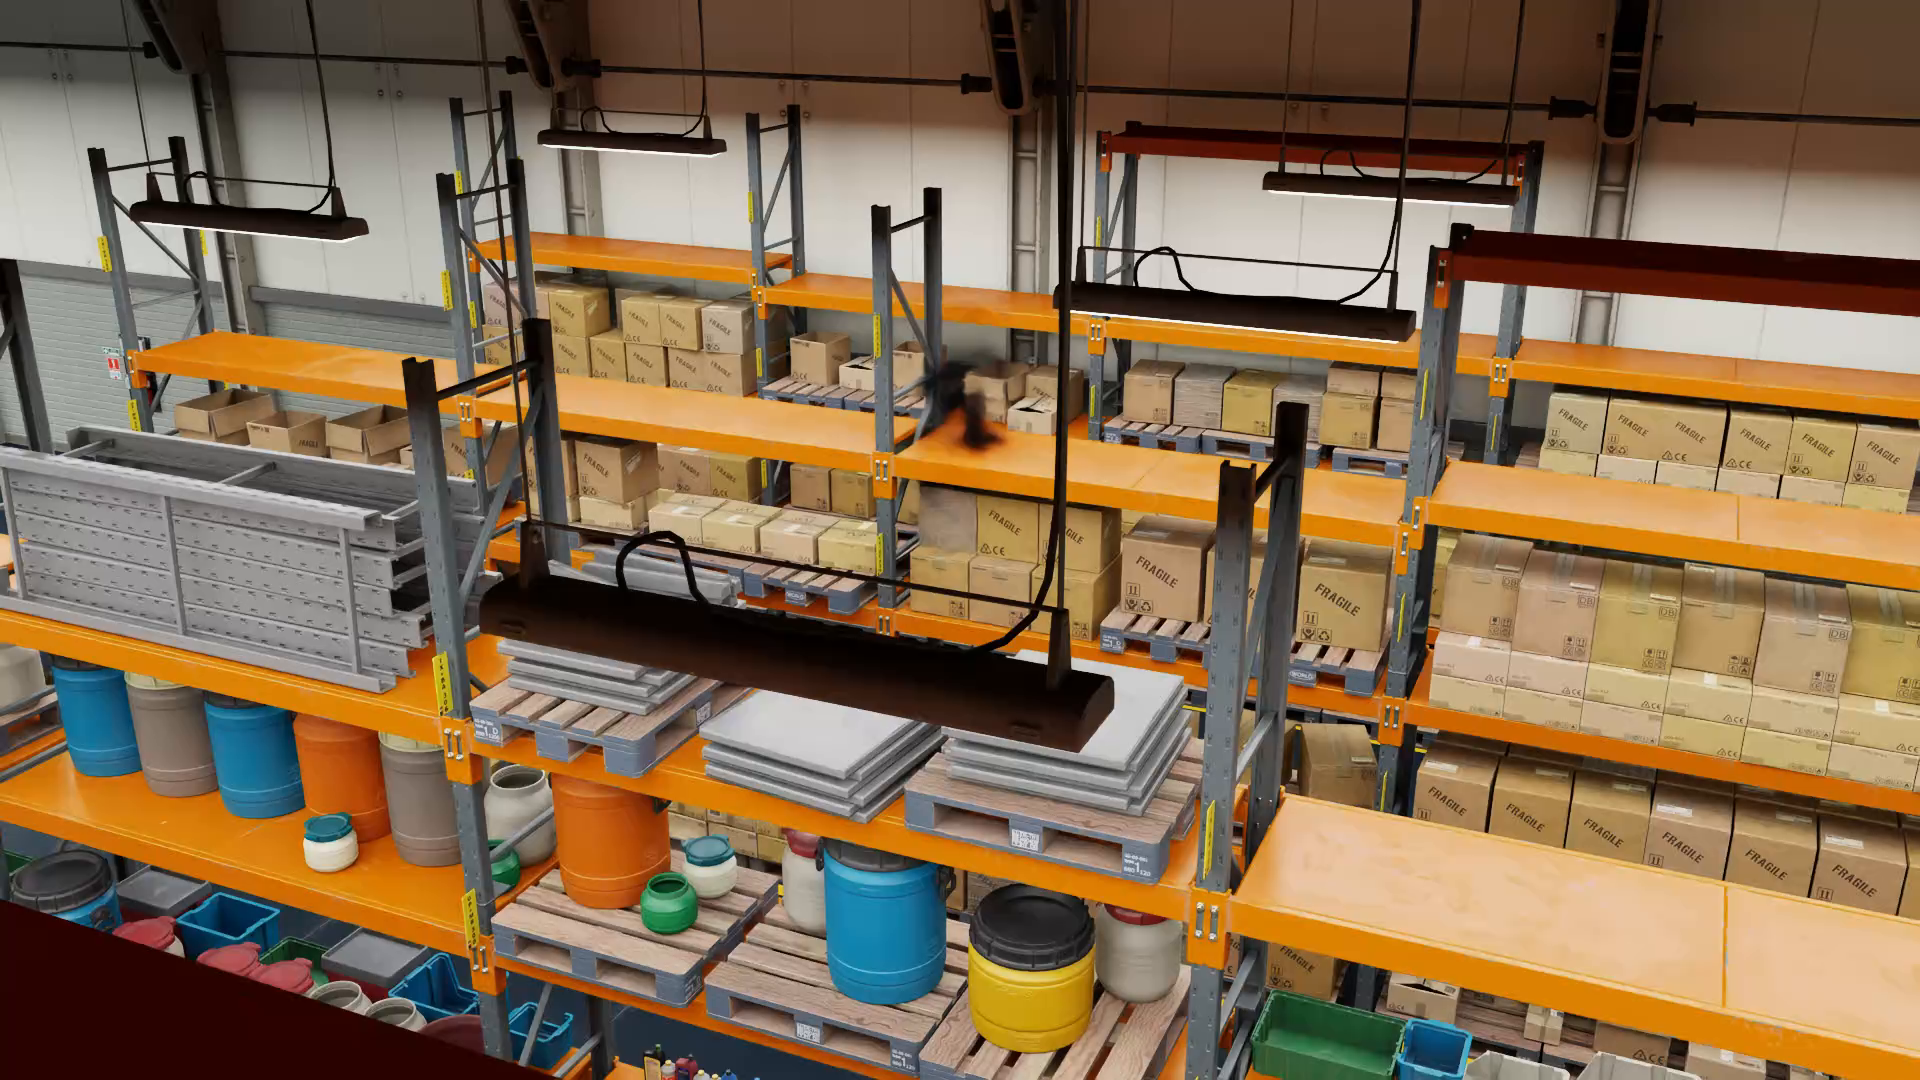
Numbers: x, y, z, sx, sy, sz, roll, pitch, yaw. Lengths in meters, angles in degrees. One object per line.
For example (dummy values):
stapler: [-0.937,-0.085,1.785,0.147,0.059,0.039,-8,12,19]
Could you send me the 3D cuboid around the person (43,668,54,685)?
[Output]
person: [-9.869,1.106,17.429,0.707,1.664,0.734,-13,24,-30]
